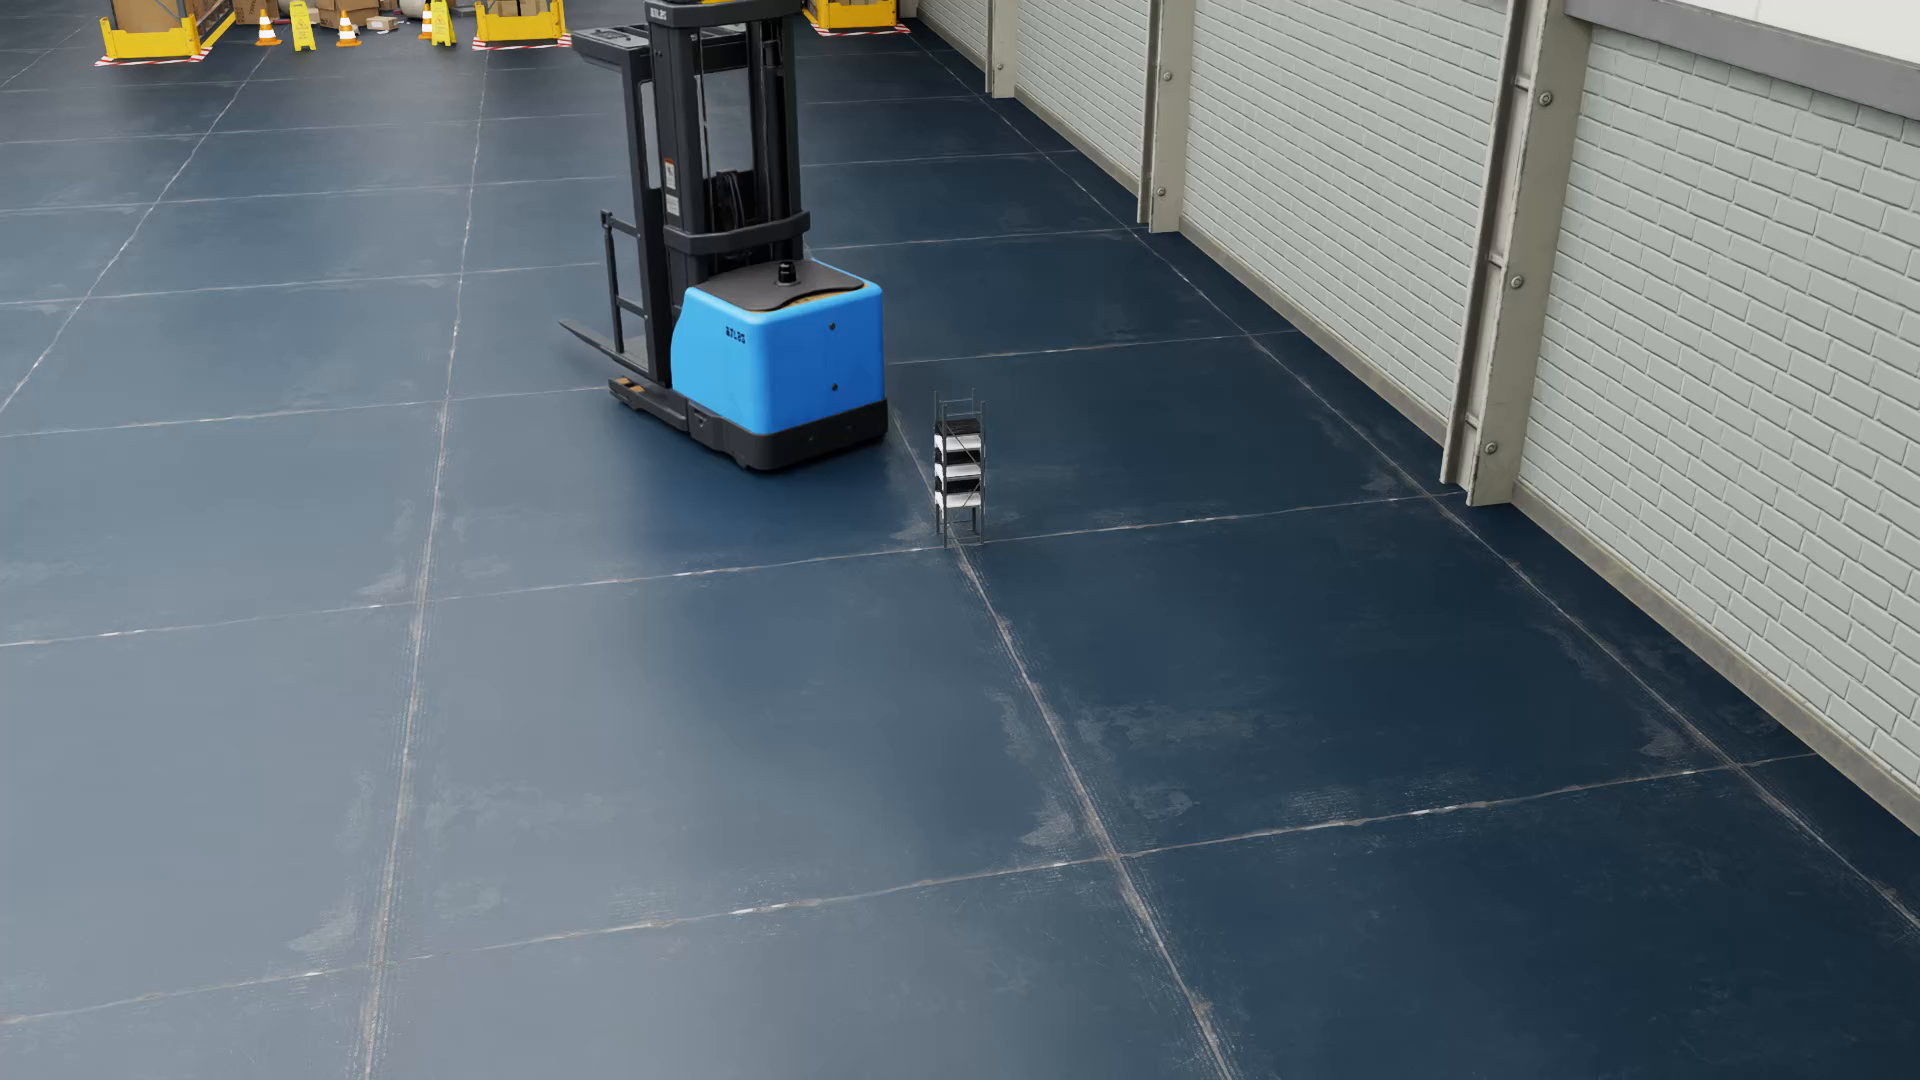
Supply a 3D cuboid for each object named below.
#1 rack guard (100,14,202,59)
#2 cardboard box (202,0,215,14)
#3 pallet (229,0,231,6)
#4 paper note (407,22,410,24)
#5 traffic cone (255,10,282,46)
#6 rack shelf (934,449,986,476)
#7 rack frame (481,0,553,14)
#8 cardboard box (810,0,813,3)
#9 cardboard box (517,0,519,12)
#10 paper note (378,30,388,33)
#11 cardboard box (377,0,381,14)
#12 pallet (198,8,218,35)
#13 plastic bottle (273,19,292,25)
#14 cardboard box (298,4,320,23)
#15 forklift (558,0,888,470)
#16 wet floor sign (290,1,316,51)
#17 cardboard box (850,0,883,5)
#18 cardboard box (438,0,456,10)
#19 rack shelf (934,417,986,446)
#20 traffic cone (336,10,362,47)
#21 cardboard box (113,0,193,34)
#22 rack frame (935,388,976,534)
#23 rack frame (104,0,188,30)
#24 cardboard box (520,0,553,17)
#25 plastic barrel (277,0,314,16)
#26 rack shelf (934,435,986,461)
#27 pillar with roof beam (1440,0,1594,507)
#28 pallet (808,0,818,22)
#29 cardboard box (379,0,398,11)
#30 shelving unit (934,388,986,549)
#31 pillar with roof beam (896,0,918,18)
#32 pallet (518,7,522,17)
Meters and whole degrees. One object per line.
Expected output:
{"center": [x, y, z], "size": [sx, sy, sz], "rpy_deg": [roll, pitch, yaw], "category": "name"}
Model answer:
{"center": [-11.188, -6.972, 23.007], "size": [1.175, 0.500, 0.348], "rpy_deg": [-6, 27, -12], "category": "rack guard"}
{"center": [-11.815, -8.414, 24.984], "size": [0.875, 0.875, 0.875], "rpy_deg": [-6, 27, -11], "category": "cardboard box"}
{"center": [-12.342, -8.940, 27.228], "size": [1.003, 0.211, 1.213], "rpy_deg": [-6, 27, -12], "category": "pallet"}
{"center": [-8.413, -7.886, 25.363], "size": [0.032, 0.001, 0.123], "rpy_deg": [-6, 27, -12], "category": "paper note"}
{"center": [-9.930, -7.343, 23.784], "size": [0.336, 0.463, 0.334], "rpy_deg": [-6, 27, -12], "category": "traffic cone"}
{"center": [-0.002, -0.456, 9.529], "size": [0.258, 0.077, 0.200], "rpy_deg": [-6, 27, -12], "category": "rack shelf"}
{"center": [-6.394, -8.645, 23.549], "size": [1.000, 3.000, 0.127], "rpy_deg": [-6, 27, -12], "category": "rack frame"}
{"center": [-2.075, -8.504, 25.855], "size": [0.500, 0.250, 0.500], "rpy_deg": [-6, 27, -12], "category": "cardboard box"}
{"center": [-6.947, -8.161, 25.175], "size": [0.500, 0.250, 0.500], "rpy_deg": [-6, 27, -11], "category": "cardboard box"}
{"center": [-8.546, -7.532, 24.640], "size": [0.148, 0.019, 0.142], "rpy_deg": [-16, 31, -29], "category": "paper note"}
{"center": [-9.475, -8.515, 25.911], "size": [0.797, 0.637, 0.503], "rpy_deg": [-6, 27, -12], "category": "cardboard box"}
{"center": [-11.721, -7.731, 24.832], "size": [1.003, 0.211, 1.213], "rpy_deg": [-6, 27, -12], "category": "pallet"}
{"center": [-10.303, -7.896, 25.327], "size": [0.283, 0.061, 0.133], "rpy_deg": [-16, 31, -29], "category": "plastic bottle"}
{"center": [-9.913, -8.066, 25.436], "size": [0.396, 0.266, 0.258], "rpy_deg": [-1, 27, -3], "category": "cardboard box"}
{"center": [-1.807, -2.338, 11.130], "size": [1.130, 2.935, 3.031], "rpy_deg": [-21, 33, -35], "category": "forklift"}
{"center": [-9.258, -7.235, 23.369], "size": [0.267, 0.644, 0.232], "rpy_deg": [-11, 29, -20], "category": "wet floor sign"}
{"center": [-1.479, -8.346, 25.542], "size": [0.500, 0.250, 0.500], "rpy_deg": [-6, 27, -11], "category": "cardboard box"}
{"center": [-8.379, -8.678, 26.385], "size": [0.500, 0.500, 0.500], "rpy_deg": [13, 30, 24], "category": "cardboard box"}
{"center": [-0.002, -0.617, 9.448], "size": [0.258, 0.077, 0.200], "rpy_deg": [-6, 27, -12], "category": "rack shelf"}
{"center": [-8.752, -7.308, 23.716], "size": [0.336, 0.463, 0.334], "rpy_deg": [-6, 27, -12], "category": "traffic cone"}
{"center": [-11.411, -7.628, 23.426], "size": [0.875, 0.875, 0.875], "rpy_deg": [-6, 27, -11], "category": "cardboard box"}
{"center": [-0.025, -0.450, 9.643], "size": [0.240, 0.900, 0.006], "rpy_deg": [-6, 27, -12], "category": "rack frame"}
{"center": [-11.193, -8.098, 22.465], "size": [1.000, 3.000, 0.127], "rpy_deg": [-6, 27, -12], "category": "rack frame"}
{"center": [-6.306, -7.987, 24.831], "size": [0.500, 0.250, 0.500], "rpy_deg": [-6, 27, -12], "category": "cardboard box"}
{"center": [-10.345, -8.362, 25.847], "size": [0.512, 0.421, 0.421], "rpy_deg": [13, 30, 24], "category": "plastic barrel"}
{"center": [-0.002, -0.536, 9.488], "size": [0.258, 0.077, 0.200], "rpy_deg": [-6, 27, -12], "category": "rack shelf"}
{"center": [-0.975, -3.887, 7.464], "size": [9.100, 9.000, 0.400], "rpy_deg": [-6, 27, -12], "category": "pillar with roof beam"}
{"center": [-1.772, -8.237, 25.836], "size": [1.003, 0.211, 1.213], "rpy_deg": [-6, 27, -12], "category": "pallet"}
{"center": [-9.202, -8.605, 26.504], "size": [0.396, 0.266, 0.258], "rpy_deg": [19, 32, 32], "category": "cardboard box"}
{"center": [-0.002, -0.405, 9.554], "size": [0.258, 0.900, 0.210], "rpy_deg": [-6, 27, -12], "category": "shelving unit"}
{"center": [-5.031, -11.789, 23.120], "size": [9.100, 9.000, 0.400], "rpy_deg": [-6, 27, -12], "category": "pillar with roof beam"}
{"center": [-6.559, -7.794, 24.957], "size": [1.003, 0.211, 1.213], "rpy_deg": [-6, 27, -12], "category": "pallet"}
